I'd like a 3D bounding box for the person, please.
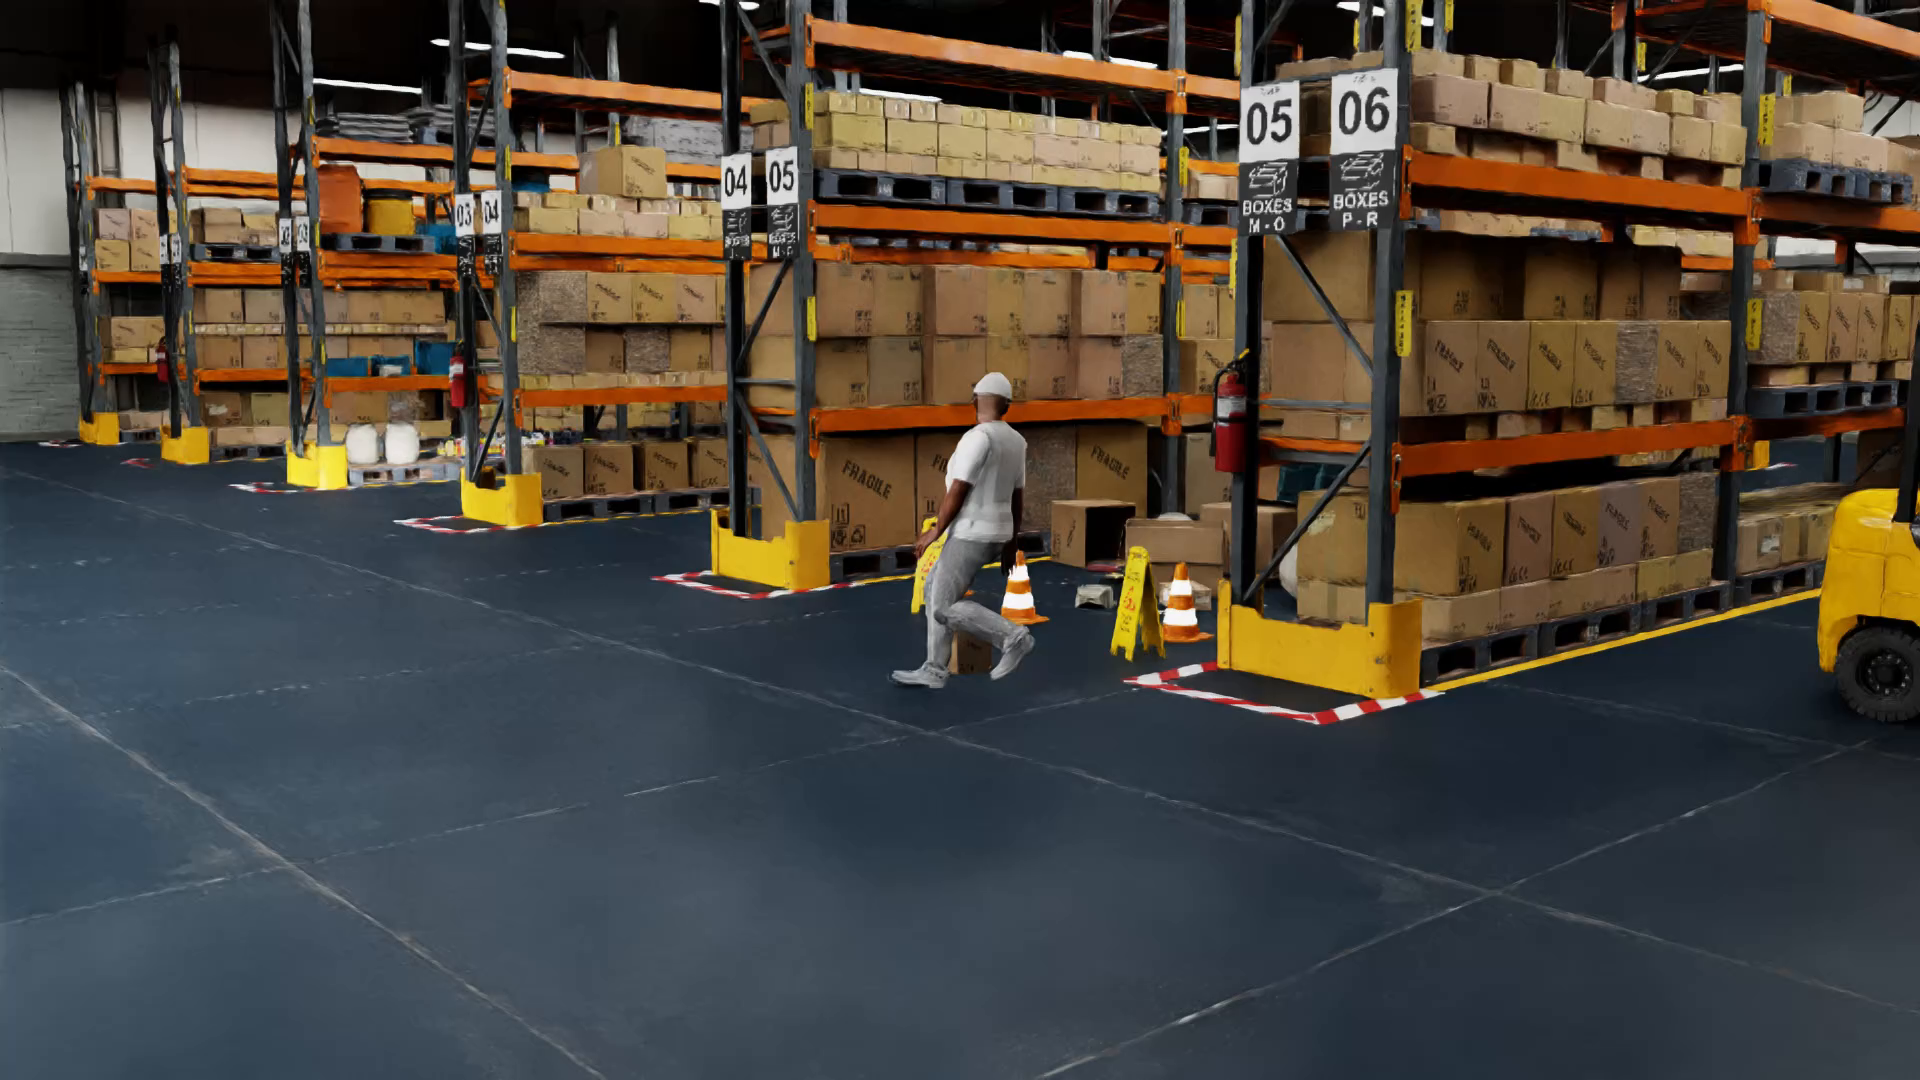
[{"bbox_3d":[0.032,-0.044,8.826,0.767,1.686,0.582,3,8,23],"label":"person"}]
